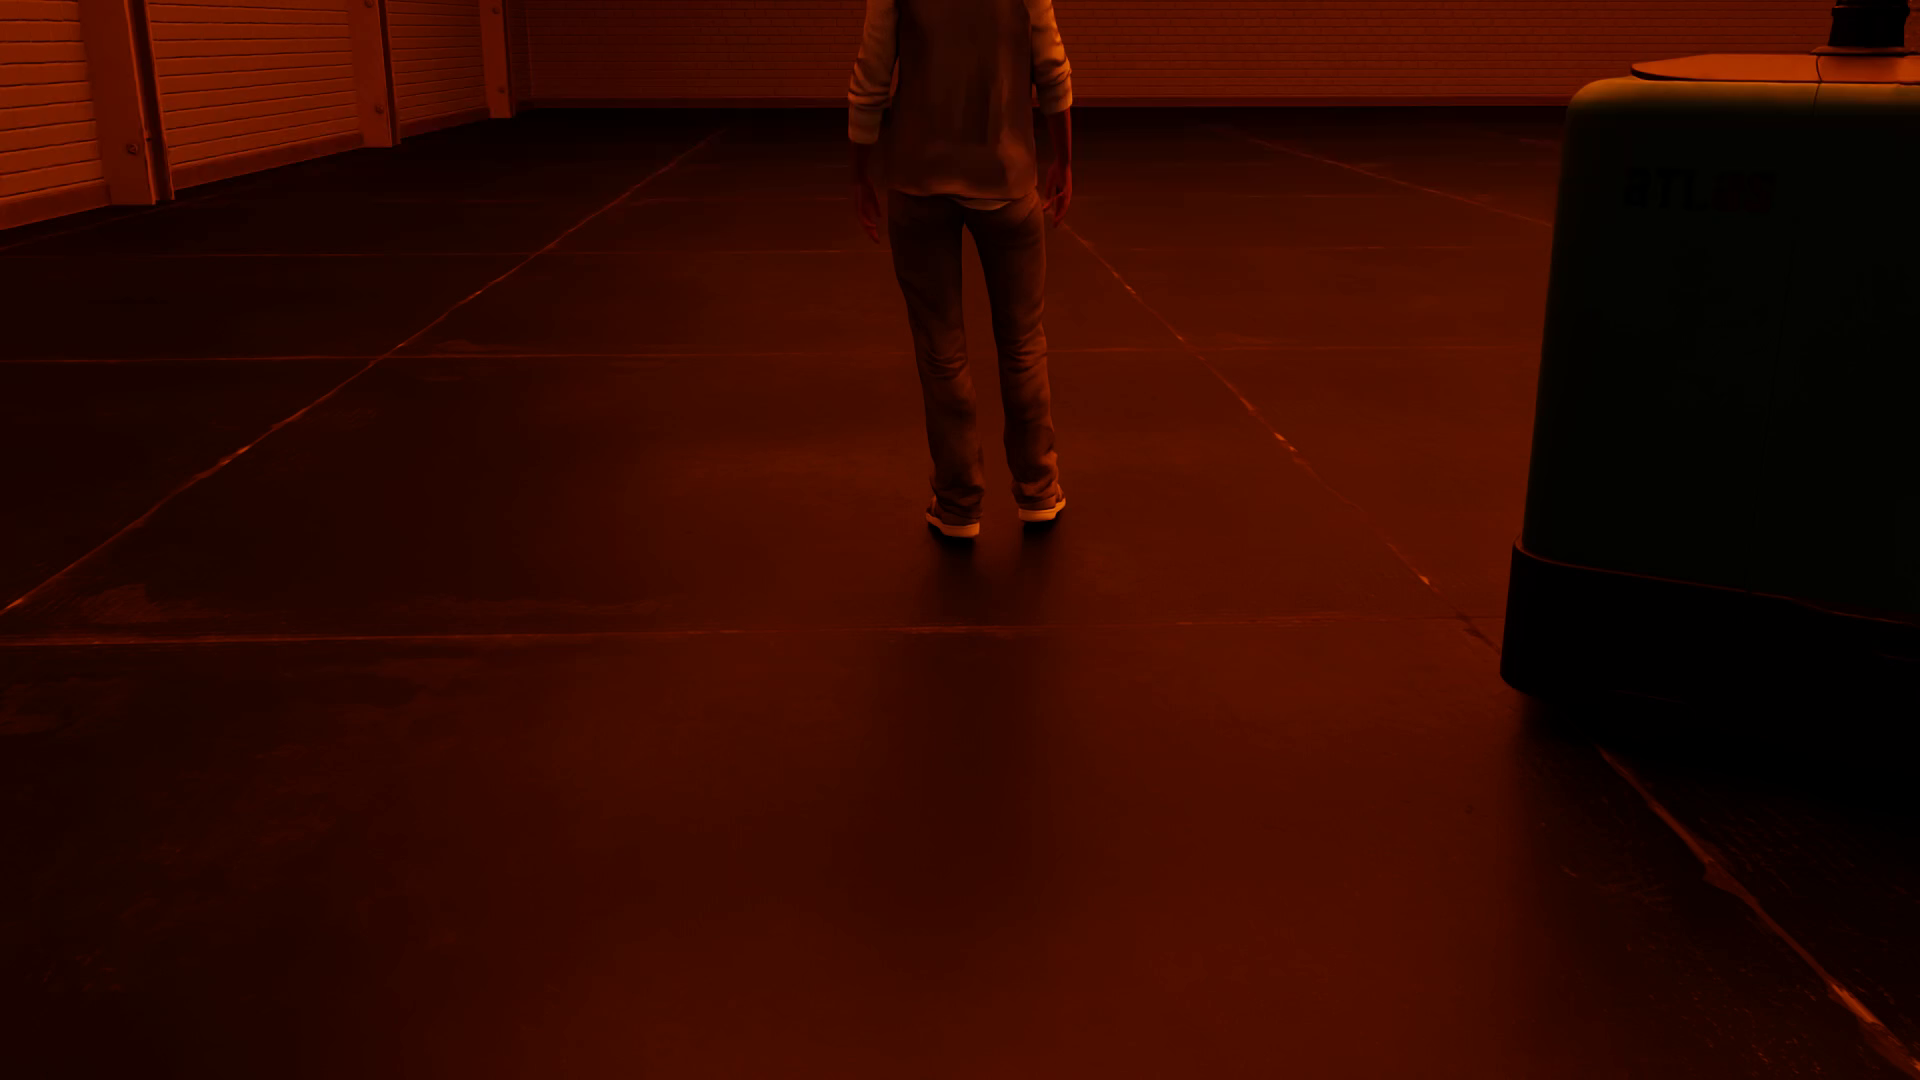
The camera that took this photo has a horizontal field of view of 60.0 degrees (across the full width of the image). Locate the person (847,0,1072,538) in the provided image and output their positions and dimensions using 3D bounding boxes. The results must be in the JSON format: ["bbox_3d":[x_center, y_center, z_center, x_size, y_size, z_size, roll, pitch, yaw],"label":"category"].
[{"bbox_3d":[0.010,-0.793,3.754,0.520,1.599,0.473,-1,17,-3],"label":"person"}]

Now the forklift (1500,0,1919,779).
[{"bbox_3d":[2.472,-0.987,2.133,3.031,2.935,1.130,10,20,29],"label":"forklift"}]
